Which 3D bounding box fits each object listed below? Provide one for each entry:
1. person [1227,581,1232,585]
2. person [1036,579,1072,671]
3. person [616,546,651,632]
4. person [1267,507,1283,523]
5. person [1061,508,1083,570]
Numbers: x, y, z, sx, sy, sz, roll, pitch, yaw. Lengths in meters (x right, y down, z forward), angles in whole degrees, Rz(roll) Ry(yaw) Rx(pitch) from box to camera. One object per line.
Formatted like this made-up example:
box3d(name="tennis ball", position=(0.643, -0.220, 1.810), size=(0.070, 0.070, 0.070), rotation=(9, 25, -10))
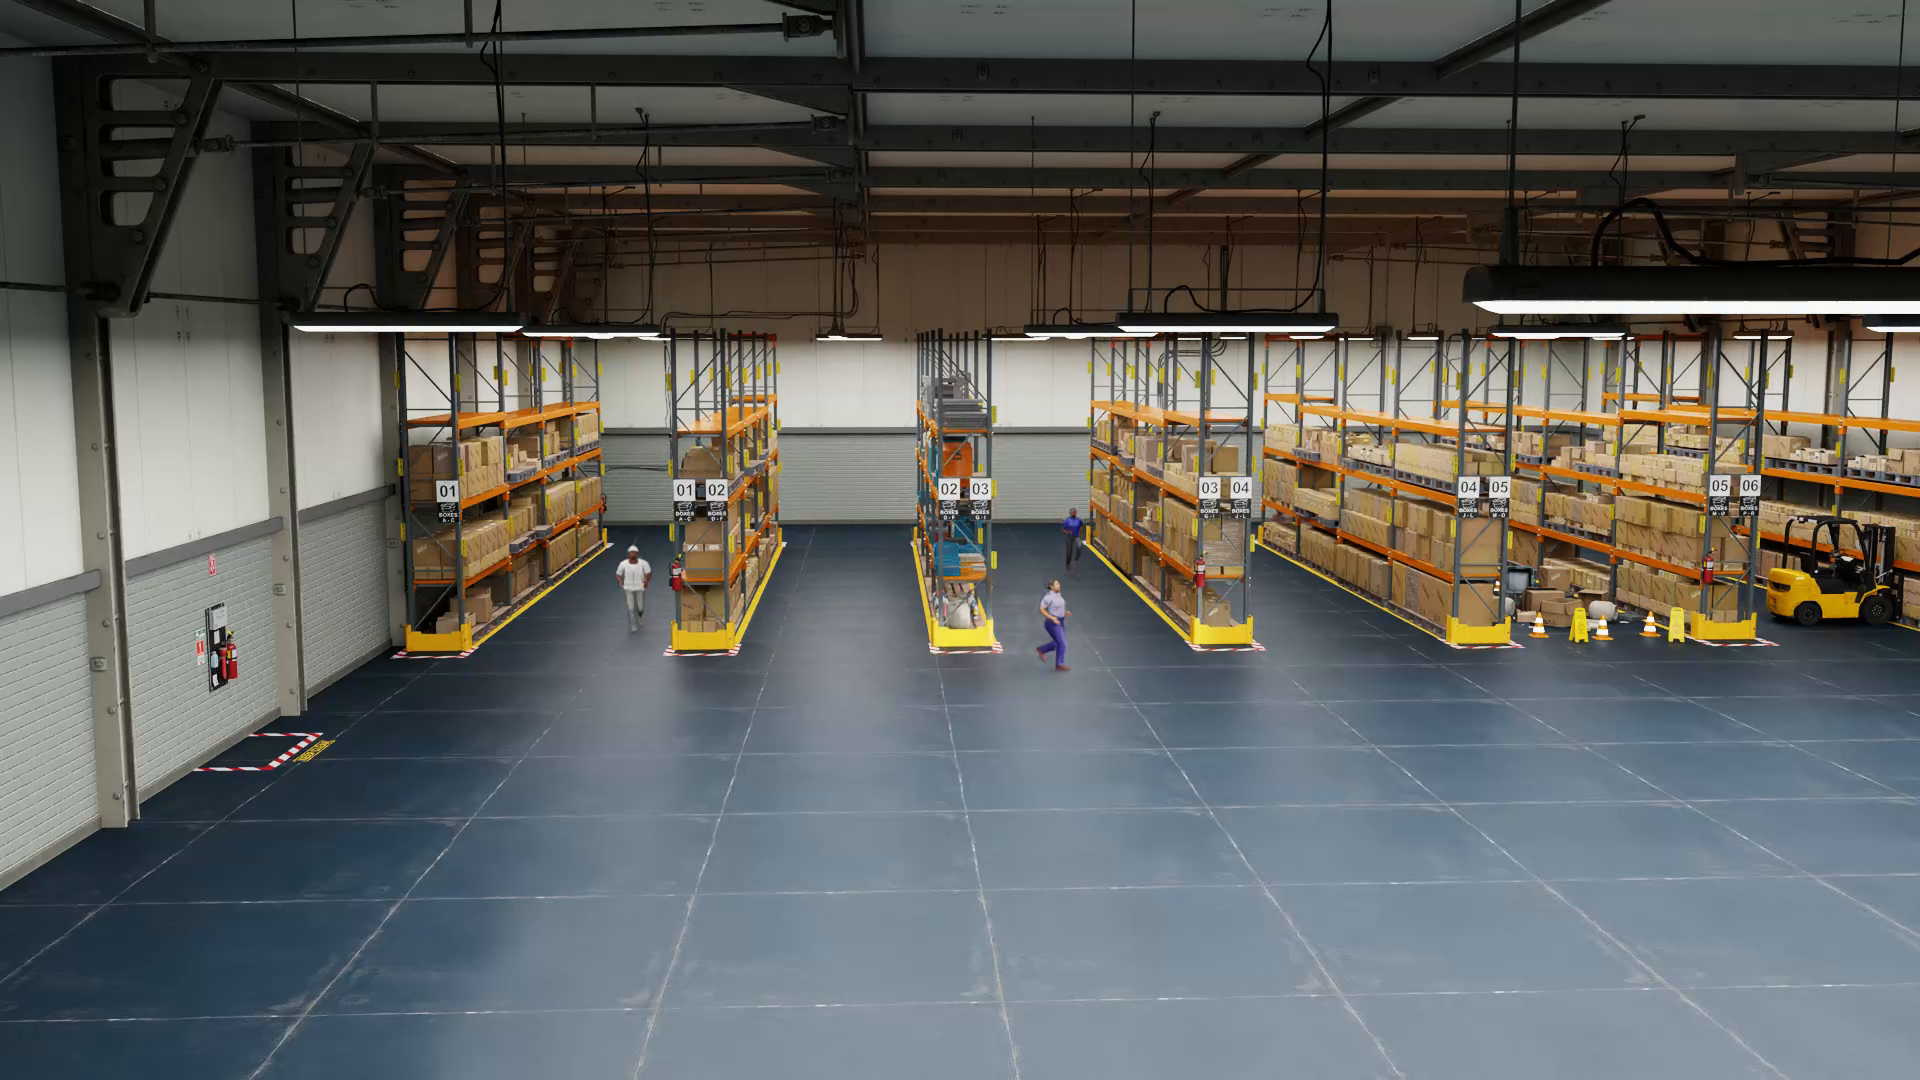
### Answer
box3d(name="person", position=(6.361, 0.257, 39.758), size=(0.545, 1.569, 0.880), rotation=(-1, 7, -5))
box3d(name="person", position=(1.646, 1.479, 29.313), size=(0.708, 1.602, 0.615), rotation=(3, 8, 27))
box3d(name="person", position=(-6.493, 0.972, 33.108), size=(0.696, 1.718, 0.605), rotation=(-1, 7, -10))
box3d(name="person", position=(9.407, -0.849, 48.948), size=(0.673, 1.630, 0.596), rotation=(-2, 7, -18))
box3d(name="person", position=(2.807, 0.000, 41.281), size=(0.591, 1.577, 0.900), rotation=(-1, 7, -7))
